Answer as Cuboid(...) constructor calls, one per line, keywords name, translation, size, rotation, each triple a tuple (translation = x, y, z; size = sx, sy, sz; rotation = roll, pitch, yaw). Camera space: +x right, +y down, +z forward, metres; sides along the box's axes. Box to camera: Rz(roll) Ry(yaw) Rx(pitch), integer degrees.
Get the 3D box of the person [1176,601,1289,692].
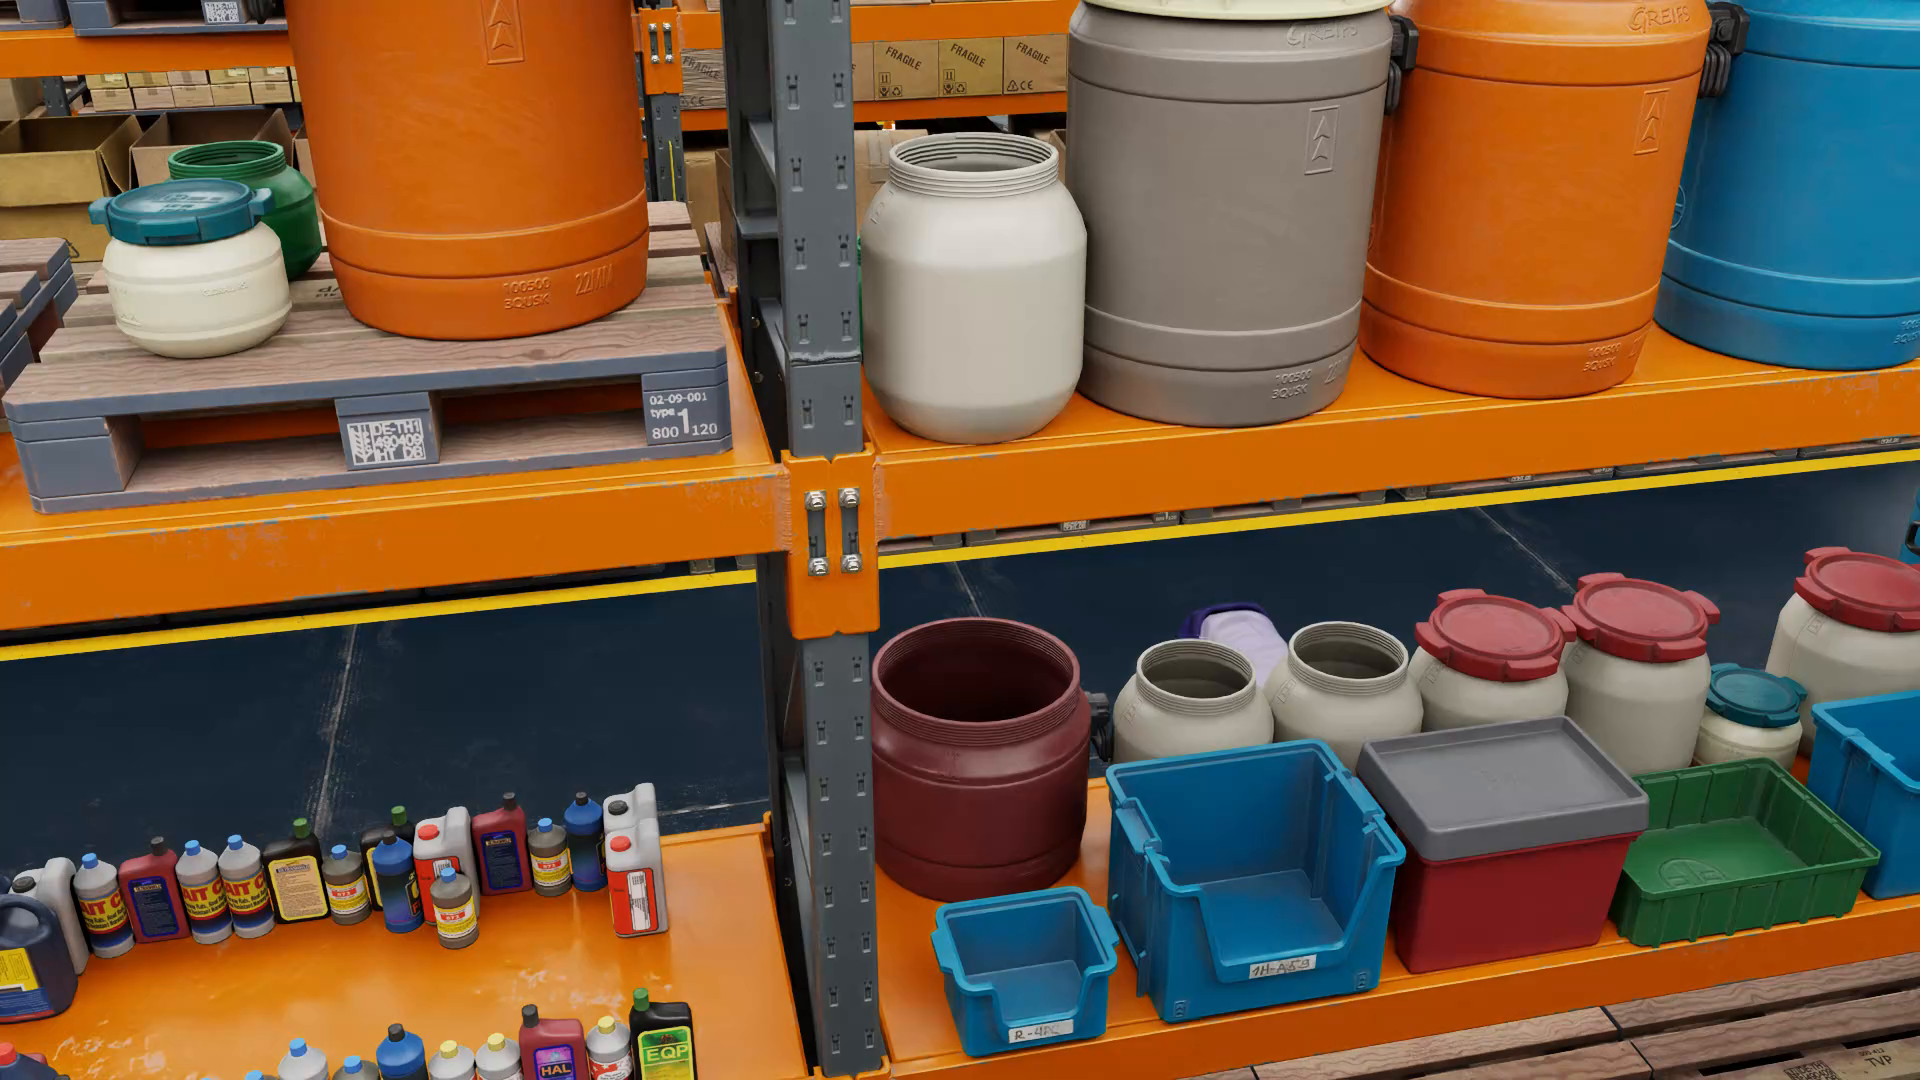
Cuboid(name="person", translation=(1.173, 0.742, 6.639), size=(0.509, 0.796, 0.904), rotation=(-7, 28, -14))
